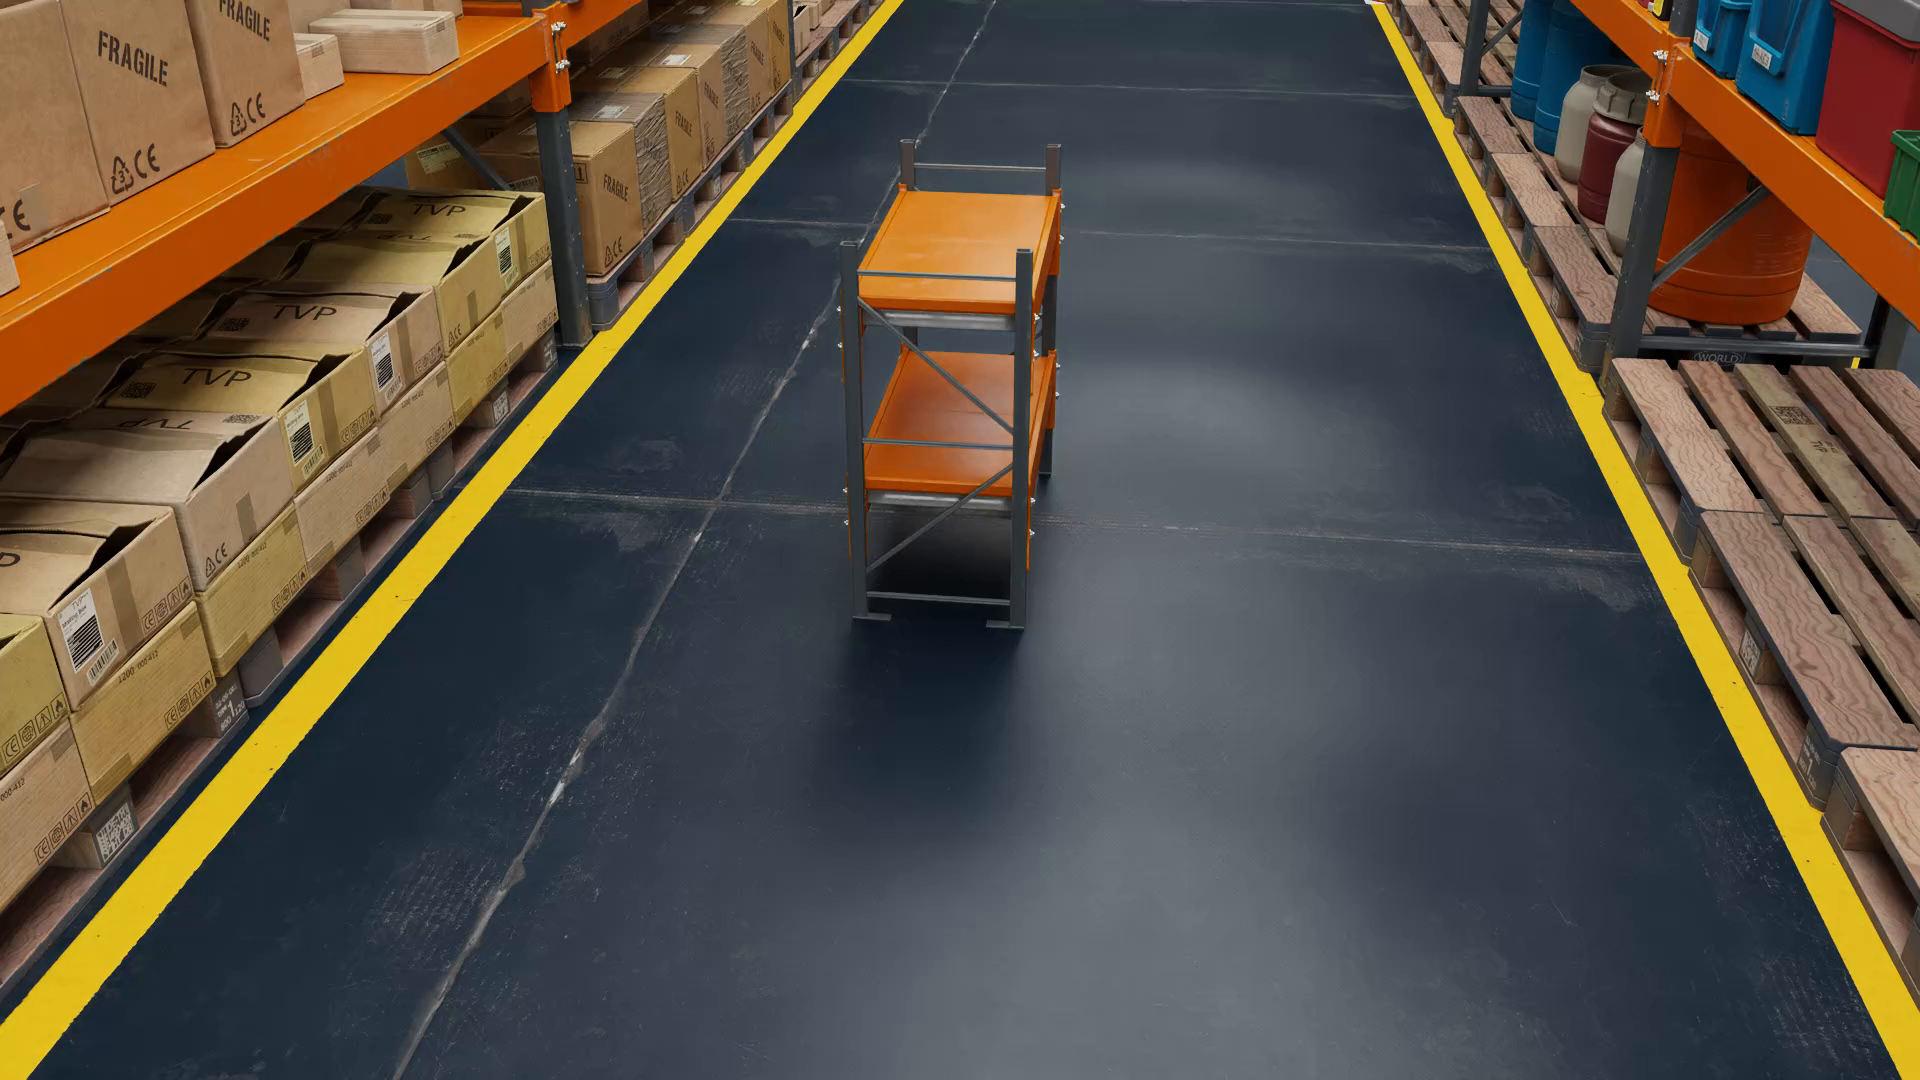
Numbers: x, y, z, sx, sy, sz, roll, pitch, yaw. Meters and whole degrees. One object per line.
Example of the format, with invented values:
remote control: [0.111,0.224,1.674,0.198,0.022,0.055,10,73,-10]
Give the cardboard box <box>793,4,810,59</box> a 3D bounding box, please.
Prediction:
cardboard box: [-1.240,-3.218,10.431,0.500,0.311,0.500,3,28,6]

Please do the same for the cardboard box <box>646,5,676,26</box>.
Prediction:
cardboard box: [-1.862,-2.651,9.179,0.500,0.500,0.500,4,29,7]

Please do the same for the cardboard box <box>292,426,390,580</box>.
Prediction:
cardboard box: [-2.003,-0.131,4.786,0.500,0.250,0.500,4,29,7]

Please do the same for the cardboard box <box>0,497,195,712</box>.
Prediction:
cardboard box: [-2.122,0.106,3.755,0.500,0.311,0.500,3,28,6]

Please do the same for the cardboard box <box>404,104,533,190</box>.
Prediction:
cardboard box: [-2.115,-1.687,7.390,0.500,0.500,0.500,4,29,8]

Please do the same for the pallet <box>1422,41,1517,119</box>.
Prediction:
pallet: [3.461,-2.854,10.325,1.003,0.211,1.213,3,28,6]

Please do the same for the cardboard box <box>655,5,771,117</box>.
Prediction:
cardboard box: [-1.351,-2.635,9.150,0.500,0.500,0.500,3,29,6]

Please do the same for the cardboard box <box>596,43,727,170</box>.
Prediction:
cardboard box: [-1.473,-2.159,8.267,0.500,0.500,0.500,2,28,4]

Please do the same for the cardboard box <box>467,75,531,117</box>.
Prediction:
cardboard box: [-2.112,-2.044,7.262,0.500,0.250,0.500,4,29,8]

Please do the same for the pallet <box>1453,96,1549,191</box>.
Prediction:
pallet: [3.274,-2.145,9.008,1.003,0.211,1.213,3,28,6]

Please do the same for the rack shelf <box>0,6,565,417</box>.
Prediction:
rack shelf: [-2.241,-0.882,4.482,1.077,0.370,4.000,3,28,6]

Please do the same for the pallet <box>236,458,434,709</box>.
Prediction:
pallet: [-2.288,0.046,4.943,1.003,0.211,1.213,3,28,6]

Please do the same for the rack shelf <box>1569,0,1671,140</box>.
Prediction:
rack shelf: [3.164,-2.475,7.440,1.077,0.370,4.000,3,28,6]

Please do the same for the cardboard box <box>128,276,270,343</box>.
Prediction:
cardboard box: [-2.473,-0.644,5.148,0.500,0.311,0.500,3,28,5]

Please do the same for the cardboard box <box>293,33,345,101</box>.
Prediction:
cardboard box: [-2.097,-1.426,4.999,0.380,0.149,0.250,5,29,10]

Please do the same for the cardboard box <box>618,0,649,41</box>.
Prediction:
cardboard box: [-1.930,-2.762,8.595,0.500,0.250,0.500,3,29,6]

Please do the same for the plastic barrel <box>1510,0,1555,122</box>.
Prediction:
plastic barrel: [3.326,-2.739,8.941,0.600,0.901,0.708,3,28,6]

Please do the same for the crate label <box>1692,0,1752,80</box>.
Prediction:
crate label: [2.496,-1.600,5.234,0.303,0.233,0.416,3,28,6]

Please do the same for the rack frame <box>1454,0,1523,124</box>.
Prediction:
rack frame: [3.409,-3.733,9.017,1.000,3.000,0.127,3,28,6]

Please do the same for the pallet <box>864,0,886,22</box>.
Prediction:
pallet: [-1.122,-4.267,12.948,1.003,0.211,1.213,3,28,6]

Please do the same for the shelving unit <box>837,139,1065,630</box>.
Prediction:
shelving unit: [0.001,-0.498,4.989,0.538,1.125,1.048,3,28,6]

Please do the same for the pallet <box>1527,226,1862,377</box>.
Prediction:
pallet: [2.975,-0.996,6.876,1.003,0.211,1.213,3,28,6]

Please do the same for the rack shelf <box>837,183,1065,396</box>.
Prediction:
rack shelf: [0.001,-0.756,4.850,0.538,0.278,1.000,3,28,6]

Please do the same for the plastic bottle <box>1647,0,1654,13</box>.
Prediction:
plastic bottle: [2.578,-2.031,6.067,0.097,0.201,0.097,0,28,0]

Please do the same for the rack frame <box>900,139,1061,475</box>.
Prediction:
rack frame: [0.063,-0.738,5.433,0.500,1.125,0.032,3,28,6]

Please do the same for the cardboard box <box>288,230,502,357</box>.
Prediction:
cardboard box: [-1.873,-0.855,5.540,0.500,0.311,0.500,3,28,5]

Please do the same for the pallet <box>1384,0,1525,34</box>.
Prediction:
pallet: [3.760,-4.002,12.457,1.003,0.211,1.213,3,28,6]

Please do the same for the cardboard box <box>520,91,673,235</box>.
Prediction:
cardboard box: [-1.598,-1.677,7.373,0.500,0.500,0.500,2,28,4]

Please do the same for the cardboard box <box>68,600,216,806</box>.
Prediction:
cardboard box: [-2.127,0.353,3.889,0.500,0.250,0.500,4,29,7]

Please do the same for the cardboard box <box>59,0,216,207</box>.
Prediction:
cardboard box: [-2.250,-1.145,4.108,0.500,0.500,0.500,3,28,6]

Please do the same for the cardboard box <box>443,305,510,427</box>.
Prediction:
cardboard box: [-1.878,-0.610,5.675,0.500,0.250,0.500,3,28,6]

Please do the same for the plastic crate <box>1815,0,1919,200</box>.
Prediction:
plastic crate: [2.418,-1.136,4.128,0.402,0.464,0.583,3,28,6]

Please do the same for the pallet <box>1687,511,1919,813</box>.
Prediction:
pallet: [2.634,0.312,4.447,1.003,0.211,1.213,3,28,6]

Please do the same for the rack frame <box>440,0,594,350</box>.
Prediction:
rack frame: [-1.996,-2.140,6.059,1.000,3.000,0.127,3,28,6]

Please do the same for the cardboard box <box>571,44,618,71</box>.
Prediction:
cardboard box: [-1.993,-2.178,8.302,0.500,0.500,0.500,2,28,4]

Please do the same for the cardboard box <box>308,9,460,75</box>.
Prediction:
cardboard box: [-1.832,-1.590,5.303,0.380,0.149,0.250,3,28,6]

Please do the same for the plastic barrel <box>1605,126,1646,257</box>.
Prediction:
plastic barrel: [2.943,-1.442,6.945,0.421,0.512,0.421,0,28,0]

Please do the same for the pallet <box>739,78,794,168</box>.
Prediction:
pallet: [-1.568,-2.410,9.501,1.003,0.211,1.213,3,28,6]

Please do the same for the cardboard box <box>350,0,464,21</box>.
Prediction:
cardboard box: [-2.084,-1.932,5.767,0.500,0.311,0.500,5,29,9]

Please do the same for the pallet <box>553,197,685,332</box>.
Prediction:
pallet: [-1.867,-1.261,7.369,1.003,0.211,1.213,3,28,6]

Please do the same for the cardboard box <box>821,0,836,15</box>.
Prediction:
cardboard box: [-1.281,-4.002,11.684,0.797,0.503,0.637,3,28,6]

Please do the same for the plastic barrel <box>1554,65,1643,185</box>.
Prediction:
plastic barrel: [3.081,-1.974,7.931,0.421,0.512,0.421,0,28,0]

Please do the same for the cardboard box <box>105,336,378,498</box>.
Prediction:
cardboard box: [-2.001,-0.382,4.662,0.500,0.311,0.500,4,29,8]

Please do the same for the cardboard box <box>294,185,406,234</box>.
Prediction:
cardboard box: [-2.352,-1.132,6.053,0.500,0.311,0.500,4,29,8]

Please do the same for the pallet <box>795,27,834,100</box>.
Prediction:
pallet: [-1.421,-3.118,10.816,1.003,0.211,1.213,3,28,6]

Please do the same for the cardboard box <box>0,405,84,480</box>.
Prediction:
cardboard box: [-2.600,-0.166,4.260,0.500,0.311,0.500,3,28,6]
